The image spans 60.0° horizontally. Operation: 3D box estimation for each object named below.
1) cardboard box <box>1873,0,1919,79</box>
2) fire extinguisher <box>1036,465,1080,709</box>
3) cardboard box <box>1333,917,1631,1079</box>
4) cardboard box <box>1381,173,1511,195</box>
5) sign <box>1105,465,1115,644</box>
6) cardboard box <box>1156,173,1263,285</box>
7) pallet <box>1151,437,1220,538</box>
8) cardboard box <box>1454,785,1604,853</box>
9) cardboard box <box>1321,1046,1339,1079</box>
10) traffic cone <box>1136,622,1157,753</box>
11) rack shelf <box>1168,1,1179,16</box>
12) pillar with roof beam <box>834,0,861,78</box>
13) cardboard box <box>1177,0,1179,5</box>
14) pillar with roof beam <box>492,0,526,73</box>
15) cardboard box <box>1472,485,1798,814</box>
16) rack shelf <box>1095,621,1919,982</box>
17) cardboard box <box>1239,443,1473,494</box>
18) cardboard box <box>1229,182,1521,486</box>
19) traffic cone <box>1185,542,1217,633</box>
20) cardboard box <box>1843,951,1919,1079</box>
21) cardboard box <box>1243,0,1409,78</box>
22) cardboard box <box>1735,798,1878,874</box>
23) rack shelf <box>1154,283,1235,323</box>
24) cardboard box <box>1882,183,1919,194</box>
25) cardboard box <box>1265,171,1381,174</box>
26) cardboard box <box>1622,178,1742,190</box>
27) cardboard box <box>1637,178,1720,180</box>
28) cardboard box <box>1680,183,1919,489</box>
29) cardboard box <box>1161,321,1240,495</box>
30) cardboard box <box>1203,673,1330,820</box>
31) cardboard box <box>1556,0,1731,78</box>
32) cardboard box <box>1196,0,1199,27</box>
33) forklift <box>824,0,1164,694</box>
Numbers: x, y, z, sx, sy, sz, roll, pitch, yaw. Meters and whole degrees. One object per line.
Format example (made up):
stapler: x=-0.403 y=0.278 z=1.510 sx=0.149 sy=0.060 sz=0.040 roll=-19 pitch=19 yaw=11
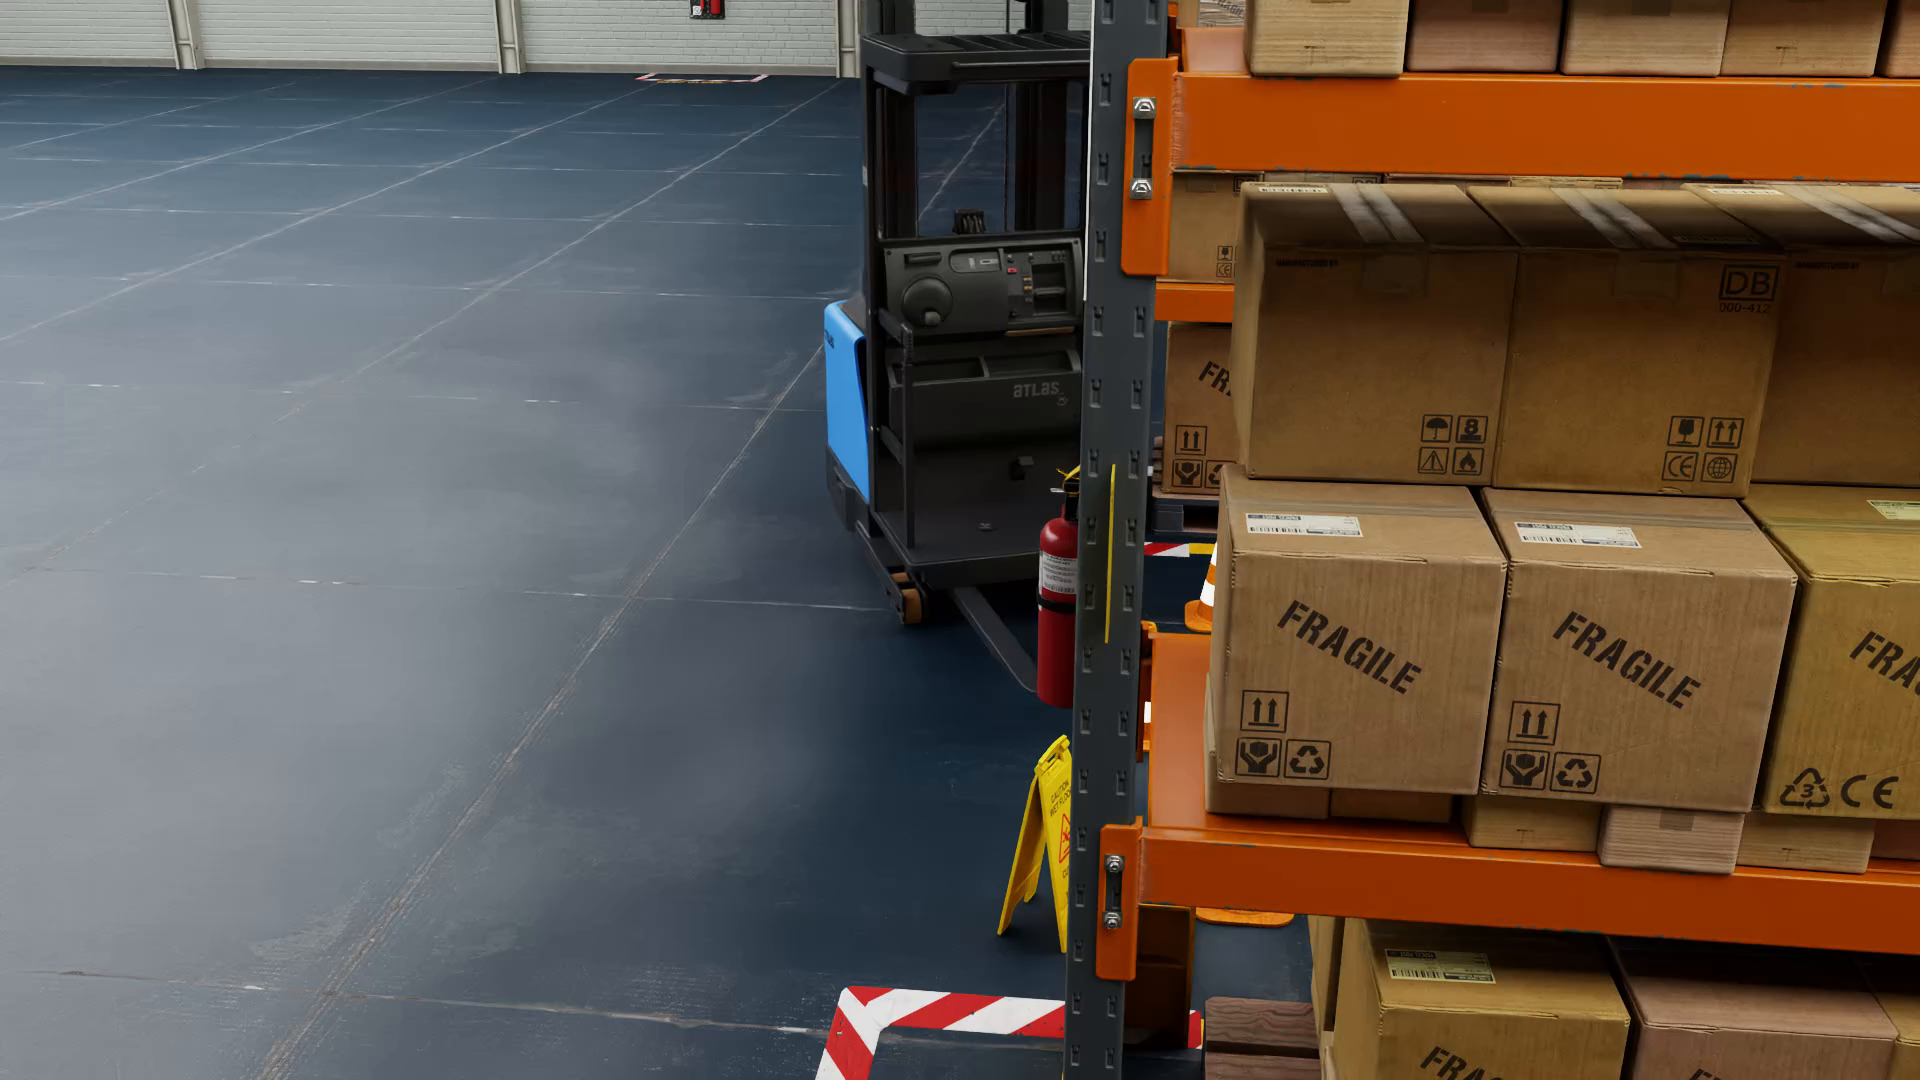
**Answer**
cardboard box: x=1.679 y=-0.900 z=2.898 sx=0.250 sy=0.149 sz=0.380 roll=2 pitch=22 yaw=5
fire extinguisher: x=0.286 y=0.094 z=4.228 sx=0.183 sy=0.674 sz=0.296 roll=2 pitch=22 yaw=6
cardboard box: x=1.137 y=1.102 z=3.720 sx=0.500 sy=0.500 sz=0.500 roll=2 pitch=22 yaw=4
cardboard box: x=2.291 y=-1.565 z=8.114 sx=0.550 sy=0.550 sz=0.875 roll=2 pitch=22 yaw=6
sign: x=0.281 y=0.027 z=3.115 sx=0.005 sy=0.325 sz=0.100 roll=2 pitch=22 yaw=6
cardboard box: x=1.201 y=-1.651 z=8.332 sx=0.550 sy=0.550 sz=0.875 roll=2 pitch=22 yaw=6
pallet: x=1.630 y=-0.278 z=8.855 sx=1.213 sy=0.211 sz=1.003 roll=2 pitch=22 yaw=6
cardboard box: x=1.164 y=0.485 z=3.475 sx=0.250 sy=0.149 sz=0.380 roll=2 pitch=22 yaw=5
cardboard box: x=1.114 y=1.450 z=3.860 sx=0.500 sy=0.250 sz=0.500 roll=2 pitch=22 yaw=6
traffic cone: x=0.717 y=0.538 z=6.449 sx=0.334 sy=0.463 sz=0.336 roll=2 pitch=22 yaw=6
rack shelf: x=5.246 y=-8.391 z=26.564 sx=4.000 sy=0.370 sz=1.077 roll=2 pitch=22 yaw=6
pillar with roof beam: x=-2.408 y=-10.576 z=22.951 sx=0.400 sy=9.000 sz=9.100 roll=2 pitch=22 yaw=6
cardboard box: x=3.707 y=-8.615 z=26.328 sx=0.500 sy=0.250 sz=0.500 roll=2 pitch=22 yaw=5
pillar with roof beam: x=-8.366 y=-10.835 z=23.608 sx=0.400 sy=9.000 sz=9.100 roll=2 pitch=22 yaw=6
cardboard box: x=1.298 y=0.189 z=3.341 sx=0.500 sy=0.500 sz=0.500 roll=3 pitch=22 yaw=8
rack shelf: x=2.331 y=0.652 z=3.689 sx=4.000 sy=0.370 sz=1.077 roll=2 pitch=22 yaw=6
cardboard box: x=0.916 y=-0.031 z=3.898 sx=0.500 sy=0.500 sz=0.500 roll=2 pitch=22 yaw=5
cardboard box: x=0.878 y=-0.476 z=3.664 sx=0.500 sy=0.500 sz=0.700 roll=2 pitch=22 yaw=5
traffic cone: x=1.188 y=0.141 z=7.455 sx=0.334 sy=0.463 sz=0.336 roll=2 pitch=22 yaw=6
cardboard box: x=2.154 y=1.148 z=3.605 sx=0.500 sy=0.500 sz=0.500 roll=3 pitch=22 yaw=7
cardboard box: x=0.636 y=-0.914 z=2.934 sx=0.250 sy=0.149 sz=0.380 roll=3 pitch=22 yaw=6
cardboard box: x=1.672 y=0.512 z=3.407 sx=0.250 sy=0.149 sz=0.380 roll=3 pitch=22 yaw=8
rack shelf: x=2.813 y=-1.160 z=8.271 sx=4.000 sy=0.370 sz=1.077 roll=2 pitch=22 yaw=6
cardboard box: x=4.432 y=-1.489 z=7.922 sx=0.550 sy=0.550 sz=0.875 roll=2 pitch=22 yaw=6
cardboard box: x=1.748 y=-2.132 z=8.080 sx=0.550 sy=0.550 sz=0.875 roll=2 pitch=22 yaw=6
cardboard box: x=3.360 y=-1.571 z=8.129 sx=0.550 sy=0.550 sz=0.875 roll=2 pitch=22 yaw=6
cardboard box: x=3.357 y=-2.063 z=7.905 sx=0.550 sy=0.550 sz=0.875 roll=2 pitch=22 yaw=6
cardboard box: x=1.898 y=-0.467 z=3.641 sx=0.500 sy=0.500 sz=0.700 roll=2 pitch=22 yaw=6
cardboard box: x=1.508 y=-0.783 z=8.658 sx=0.875 sy=0.875 sz=0.875 roll=3 pitch=22 yaw=7
cardboard box: x=0.658 y=0.438 z=3.593 sx=0.250 sy=0.149 sz=0.380 roll=3 pitch=22 yaw=7
cardboard box: x=1.167 y=-0.912 z=2.927 sx=0.250 sy=0.149 sz=0.380 roll=3 pitch=22 yaw=8
cardboard box: x=2.087 y=-4.103 z=12.839 sx=0.500 sy=0.500 sz=0.500 roll=2 pitch=22 yaw=6
forklift: x=0.176 y=-1.141 z=7.340 sx=1.130 sy=2.935 sz=3.031 roll=-6 pitch=22 yaw=-15
